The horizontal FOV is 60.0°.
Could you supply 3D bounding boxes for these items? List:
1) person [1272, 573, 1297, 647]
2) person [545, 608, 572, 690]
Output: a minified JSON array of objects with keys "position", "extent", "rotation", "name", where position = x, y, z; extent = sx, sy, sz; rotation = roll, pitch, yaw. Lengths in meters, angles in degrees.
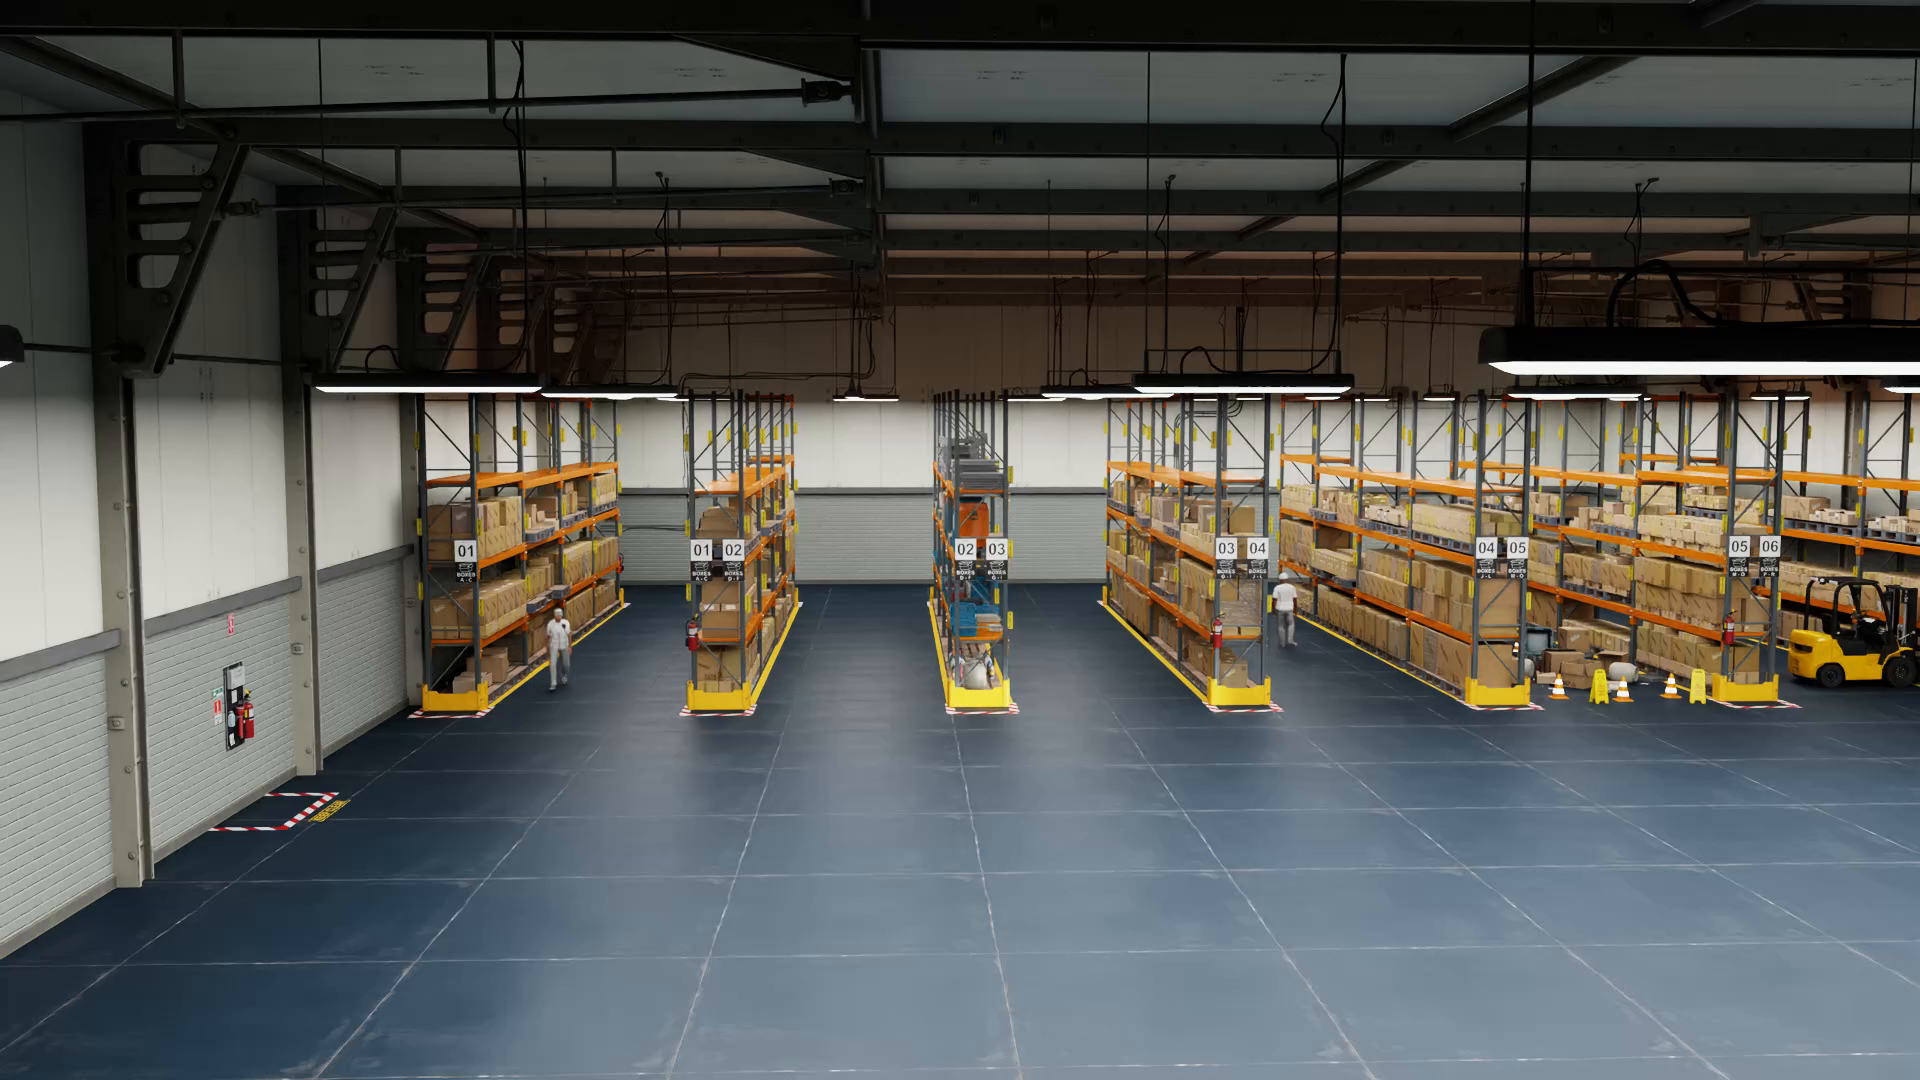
[{"position":[7.655,1.653,39.205],"extent":[0.594,1.765,0.535],"rotation":[0,5,0],"name":"person"},{"position":[-8.098,2.171,33.554],"extent":[0.514,1.623,0.900],"rotation":[-1,5,-17],"name":"person"}]
